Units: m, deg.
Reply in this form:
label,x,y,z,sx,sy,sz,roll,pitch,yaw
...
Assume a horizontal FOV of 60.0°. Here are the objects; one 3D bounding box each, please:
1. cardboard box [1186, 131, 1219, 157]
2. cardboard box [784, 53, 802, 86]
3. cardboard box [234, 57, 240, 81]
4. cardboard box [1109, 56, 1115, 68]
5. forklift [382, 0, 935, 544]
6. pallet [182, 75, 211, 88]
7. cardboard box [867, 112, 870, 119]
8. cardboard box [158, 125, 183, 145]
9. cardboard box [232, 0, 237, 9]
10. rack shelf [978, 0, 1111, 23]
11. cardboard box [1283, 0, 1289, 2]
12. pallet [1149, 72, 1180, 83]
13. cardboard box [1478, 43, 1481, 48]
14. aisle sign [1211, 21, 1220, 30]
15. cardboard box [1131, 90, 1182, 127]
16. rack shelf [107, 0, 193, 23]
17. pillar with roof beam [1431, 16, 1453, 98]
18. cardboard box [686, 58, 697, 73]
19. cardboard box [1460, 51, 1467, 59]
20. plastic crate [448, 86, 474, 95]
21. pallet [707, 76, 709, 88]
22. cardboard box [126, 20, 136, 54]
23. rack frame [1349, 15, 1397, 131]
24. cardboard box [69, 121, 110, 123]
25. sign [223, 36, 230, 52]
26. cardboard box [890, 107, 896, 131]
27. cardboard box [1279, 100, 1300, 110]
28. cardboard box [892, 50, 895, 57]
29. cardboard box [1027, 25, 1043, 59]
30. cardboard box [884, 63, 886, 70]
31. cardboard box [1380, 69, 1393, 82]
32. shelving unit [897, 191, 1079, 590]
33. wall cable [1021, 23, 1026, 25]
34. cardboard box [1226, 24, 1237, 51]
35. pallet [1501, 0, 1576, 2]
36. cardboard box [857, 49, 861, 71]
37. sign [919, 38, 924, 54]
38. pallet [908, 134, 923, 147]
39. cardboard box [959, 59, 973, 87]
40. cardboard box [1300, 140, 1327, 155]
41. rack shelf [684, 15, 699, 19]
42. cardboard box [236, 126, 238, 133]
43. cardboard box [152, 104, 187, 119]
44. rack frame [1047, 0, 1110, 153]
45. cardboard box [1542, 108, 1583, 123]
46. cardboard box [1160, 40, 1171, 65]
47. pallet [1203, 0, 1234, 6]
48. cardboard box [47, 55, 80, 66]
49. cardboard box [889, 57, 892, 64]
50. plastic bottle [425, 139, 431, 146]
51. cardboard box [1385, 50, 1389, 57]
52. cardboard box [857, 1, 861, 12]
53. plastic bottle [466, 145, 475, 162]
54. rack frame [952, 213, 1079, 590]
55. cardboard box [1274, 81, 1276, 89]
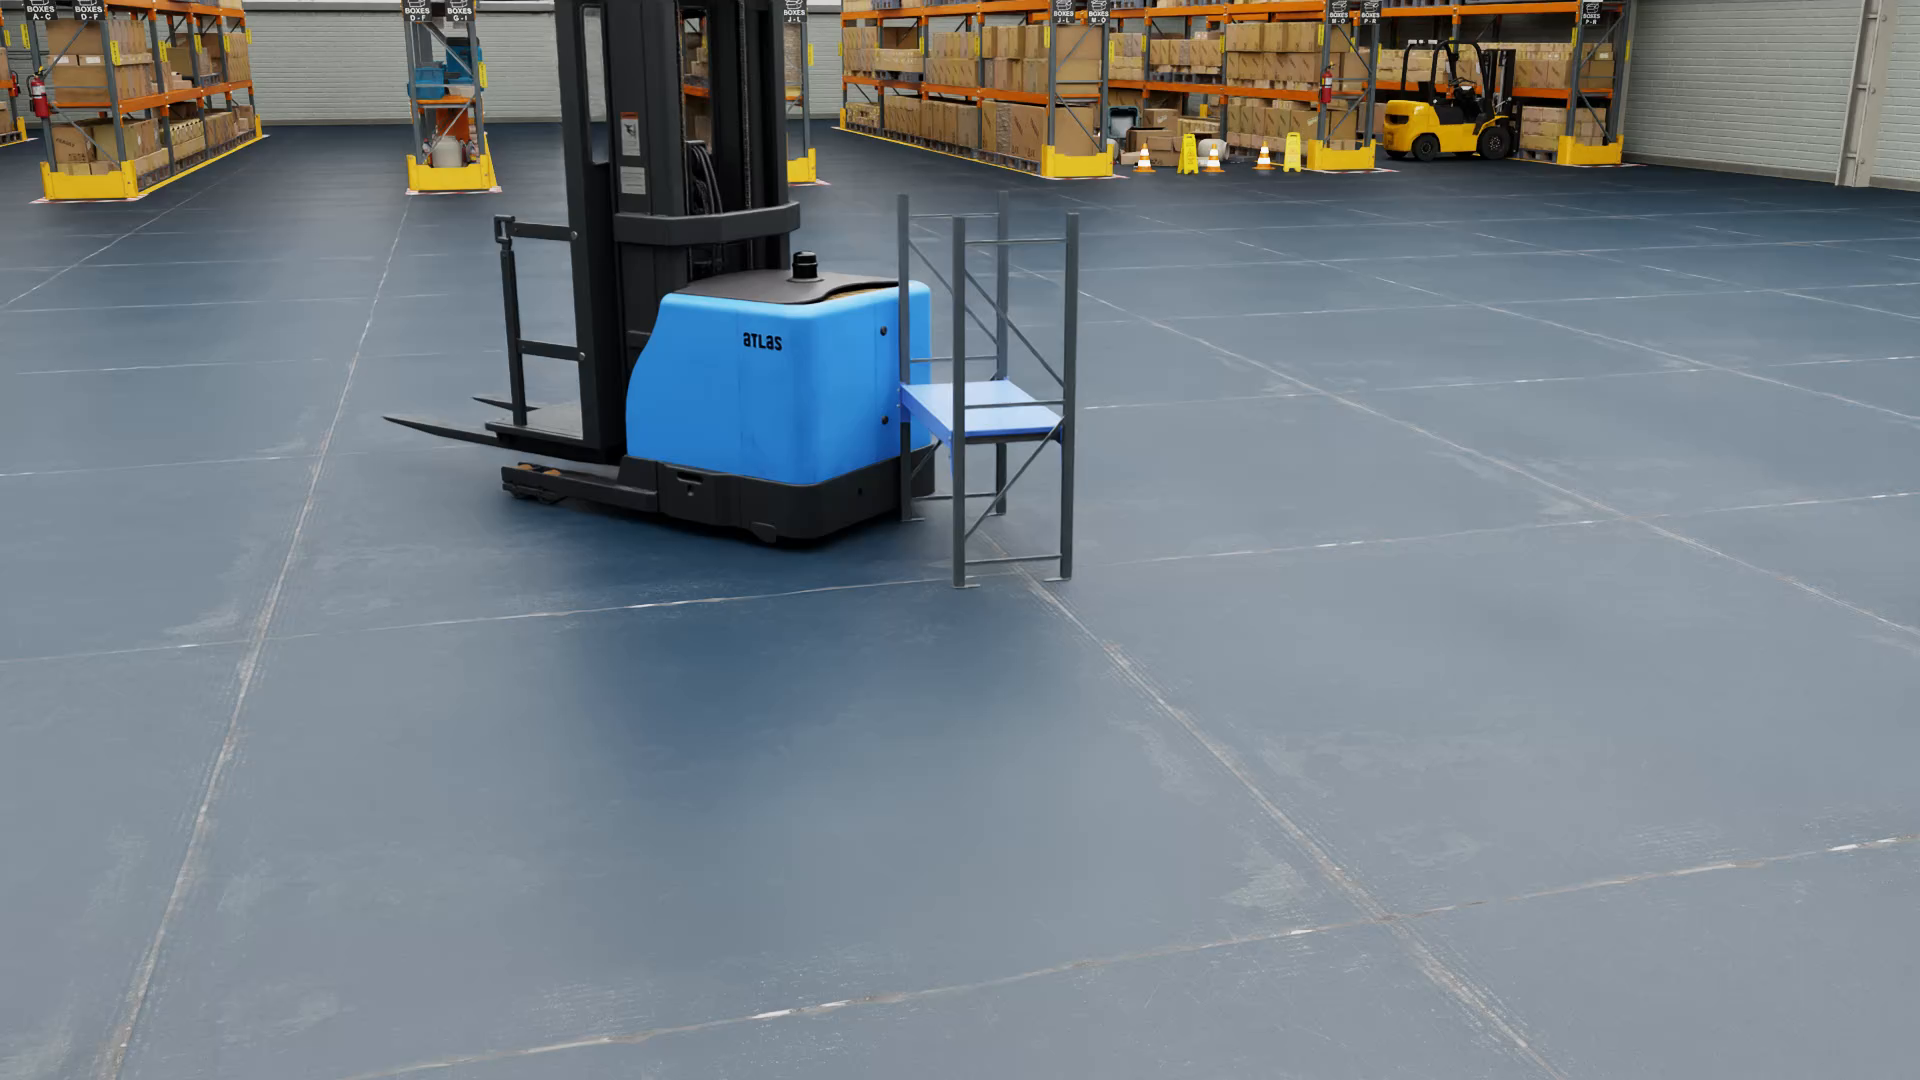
label,x,y,z,sx,sy,sz,roll,pitch,yaw
cardboard box,4.551,-7.408,31.242,0.500,0.500,0.500,7,18,23
cardboard box,-2.989,-7.463,26.393,0.875,0.500,0.500,-5,17,-15
cardboard box,-15.845,-10.146,35.841,0.500,0.500,0.500,-5,17,-16
cardboard box,3.640,-10.821,37.655,0.500,0.250,0.500,-5,17,-17
forklift,-1.633,-1.691,7.986,3.031,2.935,1.130,11,20,32
pallet,-14.843,-8.639,31.332,1.213,0.211,1.003,-5,17,-15
cardboard box,-1.998,-10.135,39.686,0.380,0.149,0.250,-4,17,-14
cardboard box,-13.496,-6.868,28.178,0.500,0.311,0.500,-5,17,-16
cardboard box,-16.116,-11.729,36.332,0.500,0.250,0.500,-5,17,-15
rack shelf,1.383,-9.128,28.662,1.077,0.370,4.000,-5,17,-15
cardboard box,5.972,-9.651,29.590,0.380,0.149,0.250,-5,17,-17
pallet,4.764,-9.834,35.311,1.213,0.211,1.003,-5,17,-15
cardboard box,10.376,-9.656,32.566,0.380,0.149,0.250,-5,17,-16
aisle sign,6.737,-13.962,44.199,0.394,0.787,0.004,-5,17,-15
cardboard box,4.356,-9.496,36.814,0.875,0.875,0.875,-5,17,-16
rack shelf,-14.039,-9.088,28.529,1.077,0.370,4.000,-5,17,-15
pillar with roof beam,6.323,-12.752,34.262,9.100,9.000,0.400,-5,17,-15
cardboard box,-5.437,-9.496,33.678,0.500,0.500,0.500,-4,17,-14
cardboard box,10.171,-9.651,33.067,0.380,0.149,0.250,-5,17,-16
plastic crate,-8.036,-7.278,26.925,0.530,0.136,0.437,-5,17,-15
pallet,-4.034,-8.356,30.389,1.003,0.211,1.213,-5,17,-15
cardboard box,-13.084,-7.711,25.481,0.700,0.500,0.500,-5,17,-15
rack frame,9.237,-10.508,37.221,1.000,3.000,0.127,-5,17,-15
cardboard box,-13.249,-6.118,25.353,0.500,0.500,0.500,-5,17,-15
sign,-15.155,-10.255,34.365,0.100,0.325,0.005,-5,17,-15
cardboard box,-1.270,-9.434,37.261,0.500,0.500,0.500,-4,17,-13
cardboard box,5.962,-7.823,29.900,0.380,0.149,0.250,-4,17,-14
cardboard box,-1.266,-10.590,36.167,0.380,0.149,0.250,-4,17,-14
cardboard box,1.628,-8.322,27.806,0.875,0.550,0.550,-5,17,-15
cardboard box,-1.485,-10.522,36.974,0.380,0.149,0.250,-5,17,-15
cardboard box,9.406,-10.013,35.833,0.500,0.250,0.500,-5,18,-17
shelving unit,0.094,-0.677,7.100,0.538,1.500,1.048,-4,17,-13
wall cable,2.055,-14.487,48.702,0.588,1.984,0.122,-5,17,-15
cardboard box,5.477,-9.539,31.564,0.700,0.500,0.500,-5,17,-16
pallet,10.927,-10.225,31.219,1.003,0.211,1.213,-5,17,-15
cardboard box,-2.167,-11.530,39.930,0.500,0.500,0.500,-5,17,-17
sign,-0.785,-10.167,34.209,0.100,0.325,0.005,-5,17,-15
pallet,-0.479,-8.576,35.636,1.003,0.211,1.213,-5,17,-15
cardboard box,0.294,-8.900,31.693,0.500,0.500,0.500,-5,17,-16
cardboard box,6.177,-6.995,29.575,0.500,0.250,0.500,-5,17,-16
rack shelf,-6.712,-12.083,38.500,1.077,0.370,4.000,-5,17,-15
cardboard box,-15.843,-8.881,35.964,0.380,0.166,0.250,-5,17,-15
cardboard box,-15.091,-8.177,31.738,0.500,0.250,0.500,-4,17,-13
rack frame,1.932,-7.483,27.148,1.000,3.000,0.127,-5,17,-15
cardboard box,11.009,-7.761,30.387,0.500,0.250,0.500,-4,17,-13
cardboard box,4.517,-10.220,34.840,0.500,0.500,0.500,-4,17,-12
pallet,5.498,-10.534,32.420,1.213,0.211,1.003,-5,17,-15
cardboard box,-12.678,-6.785,23.526,0.380,0.149,0.250,-5,17,-16
cardboard box,-1.334,-10.517,36.441,0.380,0.149,0.250,-5,17,-16
plastic bottle,-8.903,-6.519,27.781,0.144,0.351,0.185,-4,17,-14
cardboard box,9.393,-10.474,35.806,0.380,0.149,0.250,-5,17,-15
cardboard box,-2.161,-12.698,39.556,0.500,0.250,0.500,-5,17,-16
plastic bottle,-8.089,-6.397,27.502,0.152,0.276,0.135,-4,17,-14
rack frame,0.217,-0.535,6.628,0.500,1.500,0.032,-4,17,-13
cardboard box,5.954,-8.293,30.281,0.380,0.149,0.250,-5,17,-15
